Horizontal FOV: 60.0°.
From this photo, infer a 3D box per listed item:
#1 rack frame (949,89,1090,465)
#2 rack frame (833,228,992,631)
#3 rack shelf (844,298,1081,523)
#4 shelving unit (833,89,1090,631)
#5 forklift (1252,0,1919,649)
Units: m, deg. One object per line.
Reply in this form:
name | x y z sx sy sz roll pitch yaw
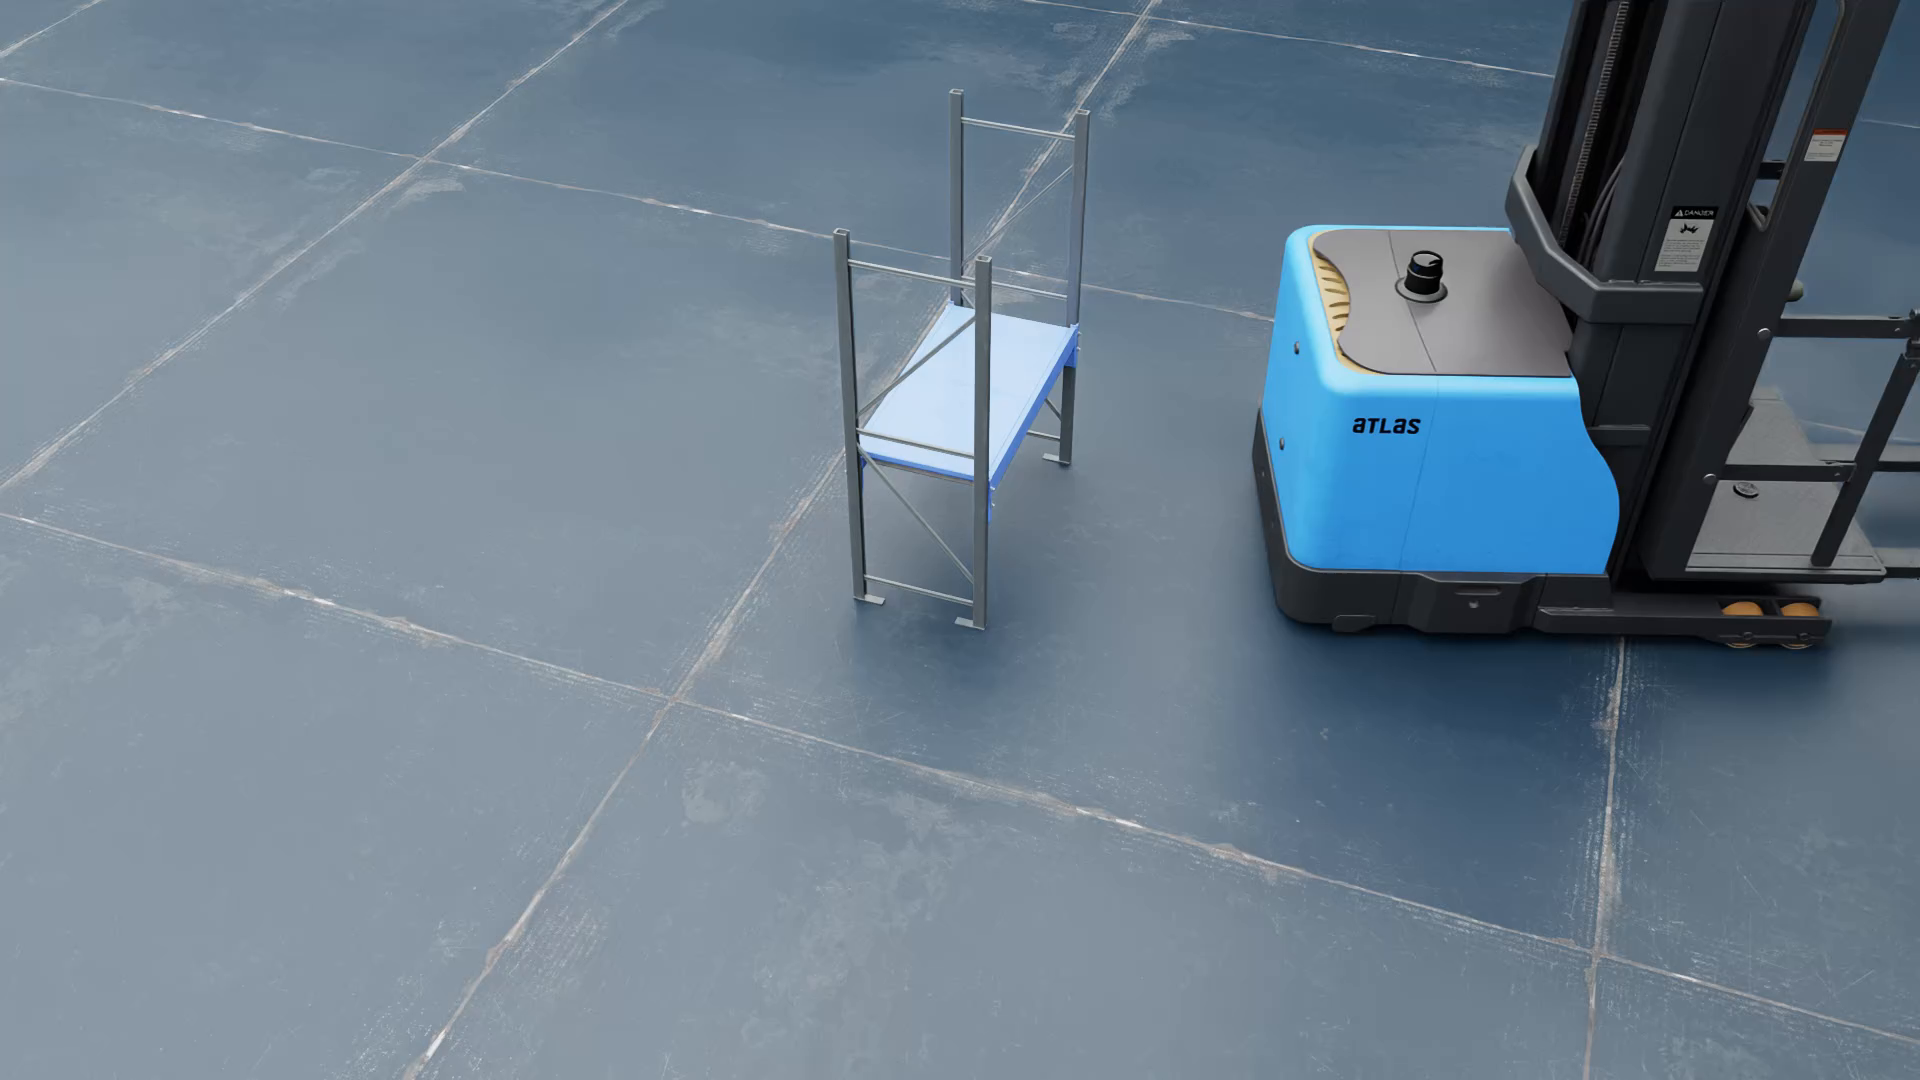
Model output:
rack frame | 0.203 -0.933 6.188 0.500 1.500 0.032 13 42 15
rack frame | -0.145 -0.313 5.461 0.500 1.500 0.032 13 42 15
rack shelf | 0.029 -0.486 5.941 0.538 0.185 1.000 13 42 15
shelving unit | 0.029 -0.623 5.824 0.538 1.500 1.048 13 42 15
forklift | 2.647 -1.086 5.265 3.031 2.935 1.130 1 40 1
